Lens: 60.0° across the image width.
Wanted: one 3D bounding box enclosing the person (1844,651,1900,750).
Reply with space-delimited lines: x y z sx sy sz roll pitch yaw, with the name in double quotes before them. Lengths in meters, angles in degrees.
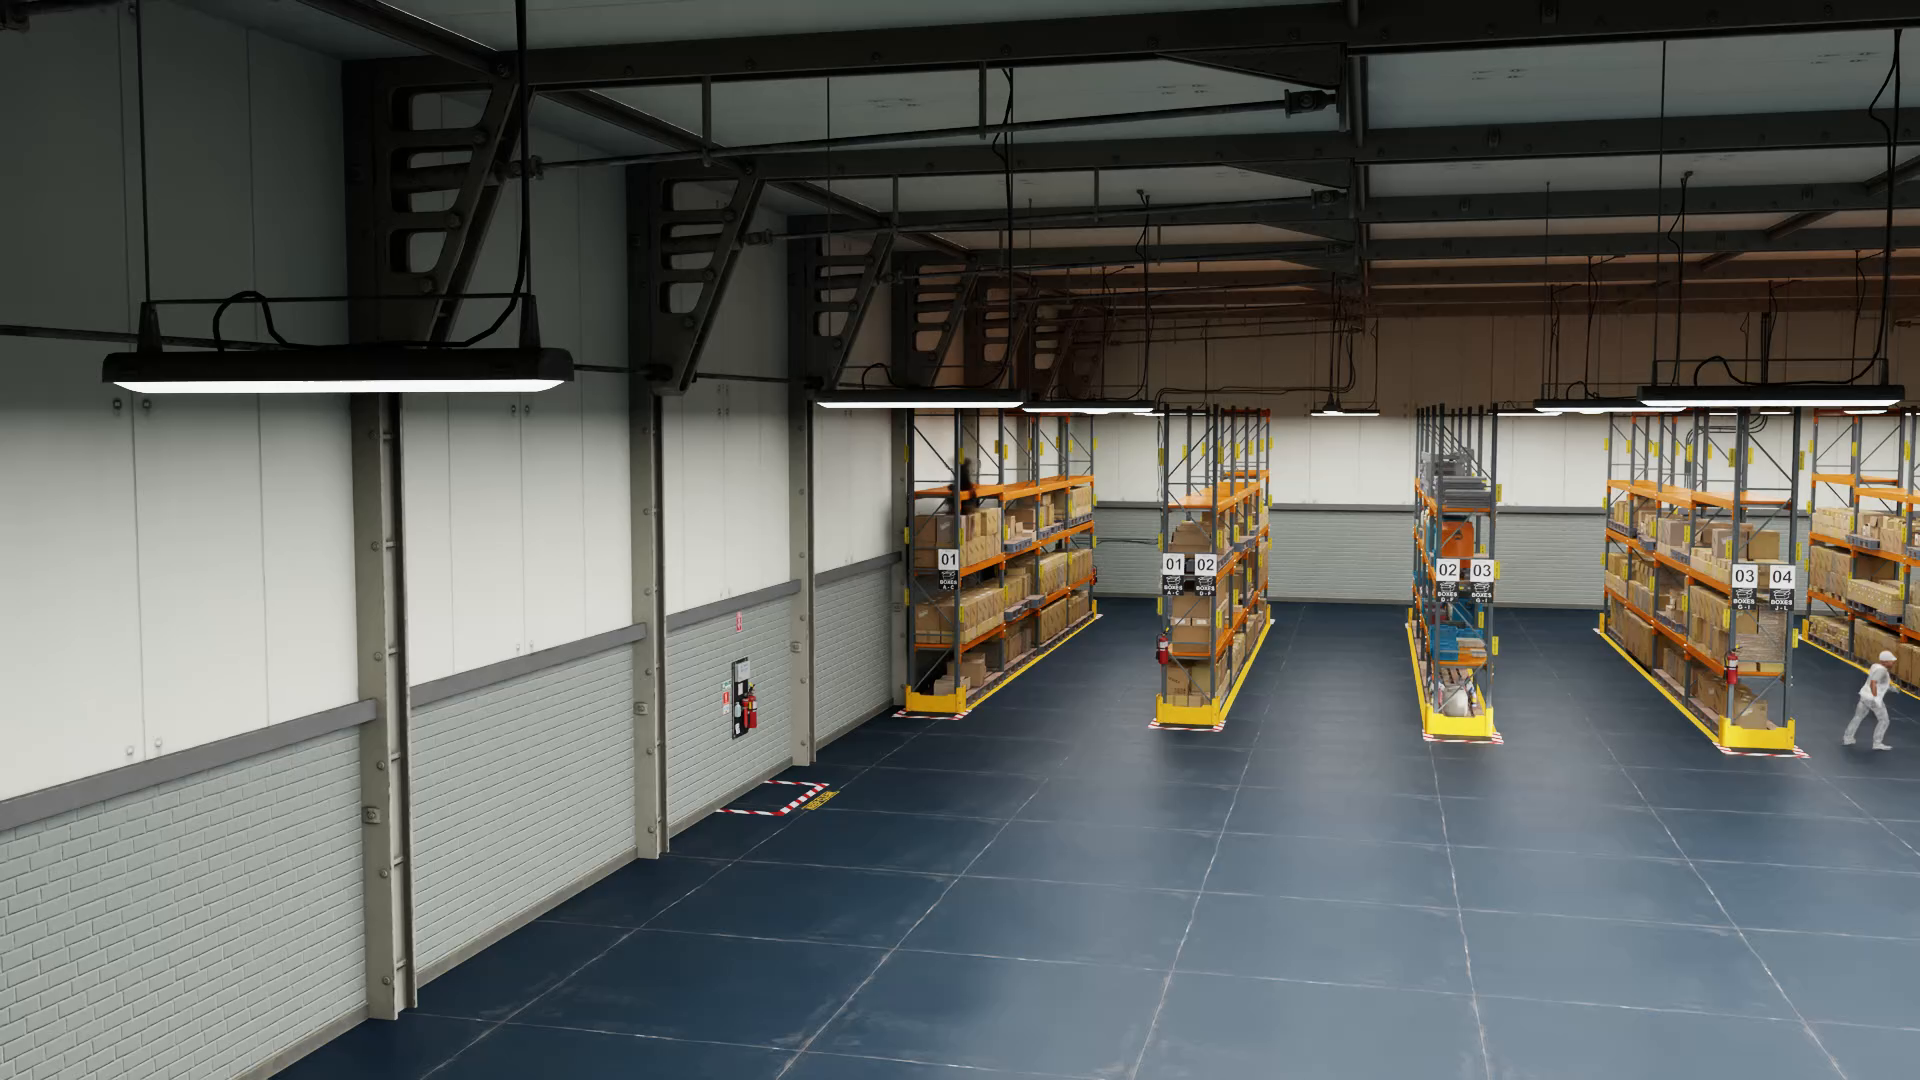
"person" 15.907 2.769 28.881 0.851 1.722 0.749 1 4 9
